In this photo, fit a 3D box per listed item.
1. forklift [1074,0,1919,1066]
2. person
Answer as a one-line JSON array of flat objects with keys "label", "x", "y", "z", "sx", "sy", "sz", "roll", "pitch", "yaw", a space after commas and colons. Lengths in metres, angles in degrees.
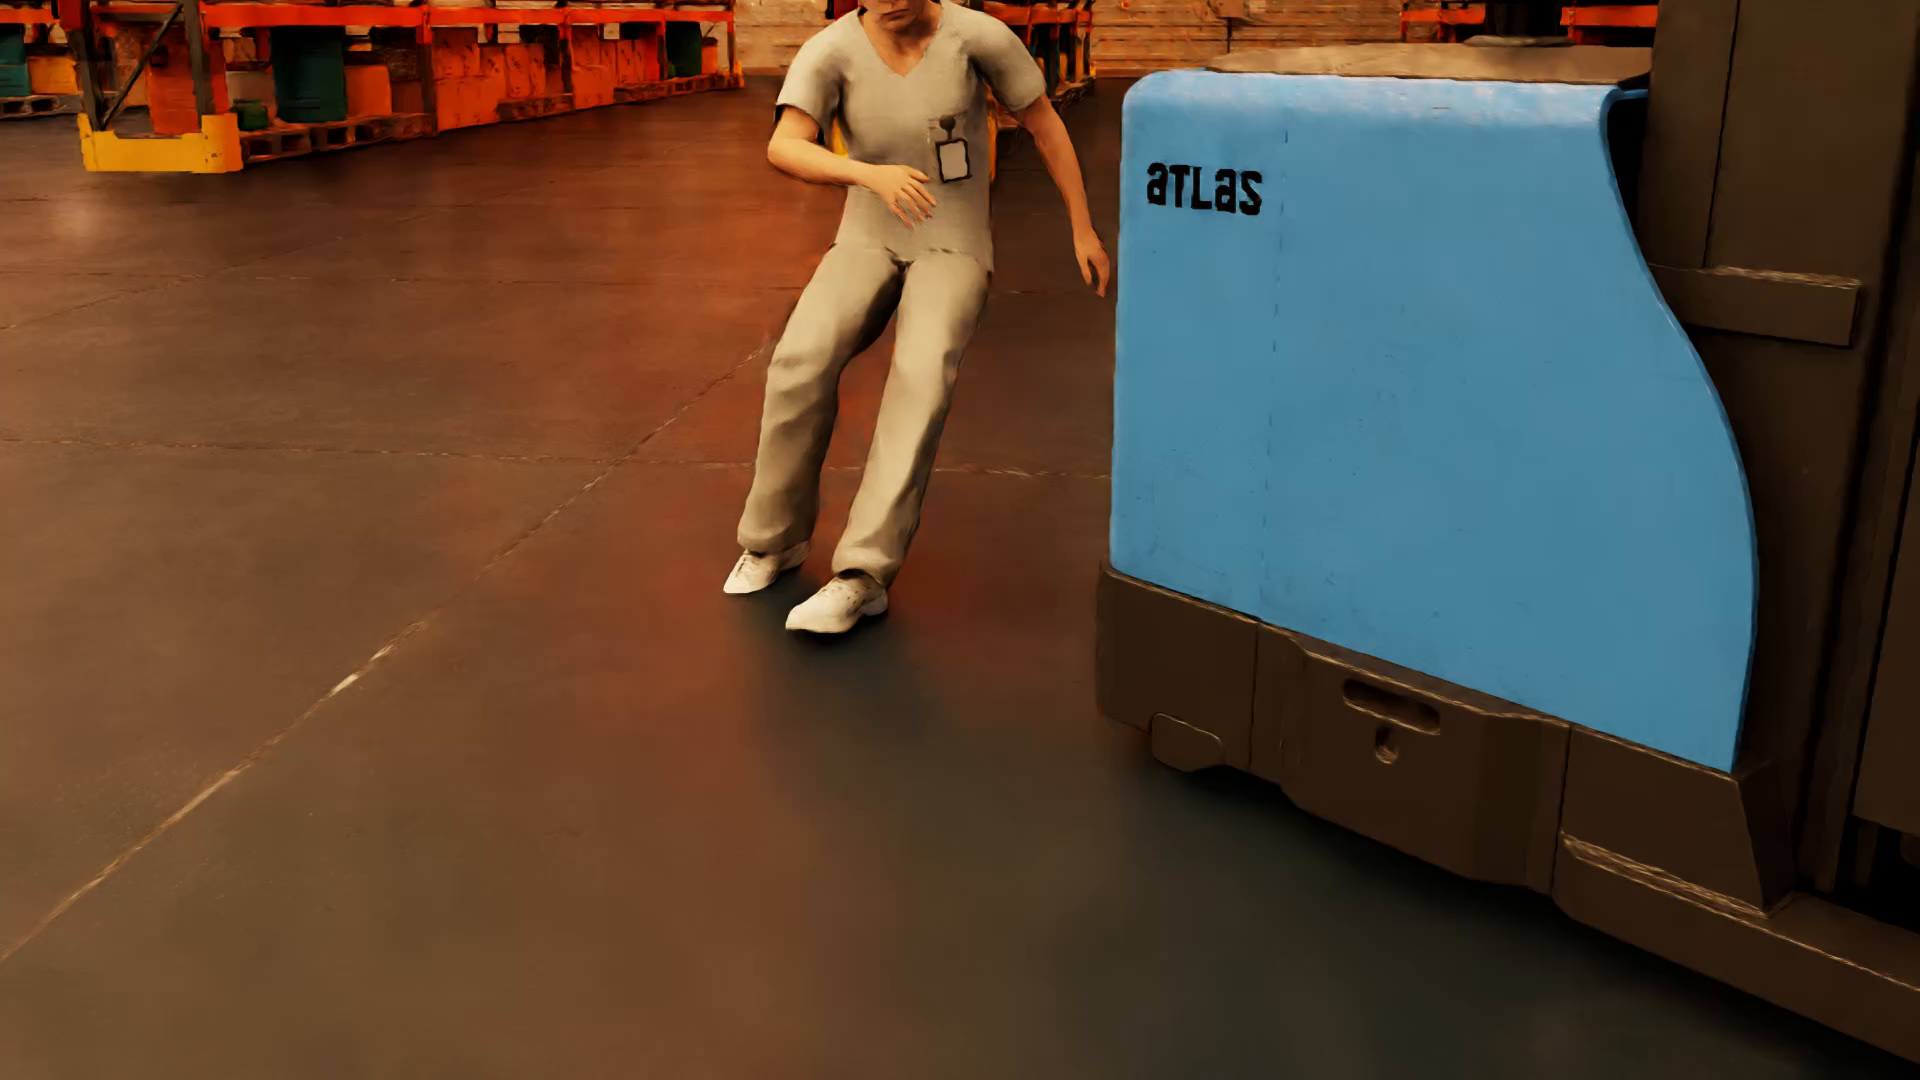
[{"label": "forklift", "x": 1.543, "y": -0.840, "z": 1.616, "sx": 1.130, "sy": 2.935, "sz": 3.031, "roll": -15, "pitch": 23, "yaw": -39}, {"label": "person", "x": 0.028, "y": -0.579, "z": 3.492, "sx": 1.096, "sy": 1.385, "sz": 0.900, "roll": -1, "pitch": 18, "yaw": -4}]
